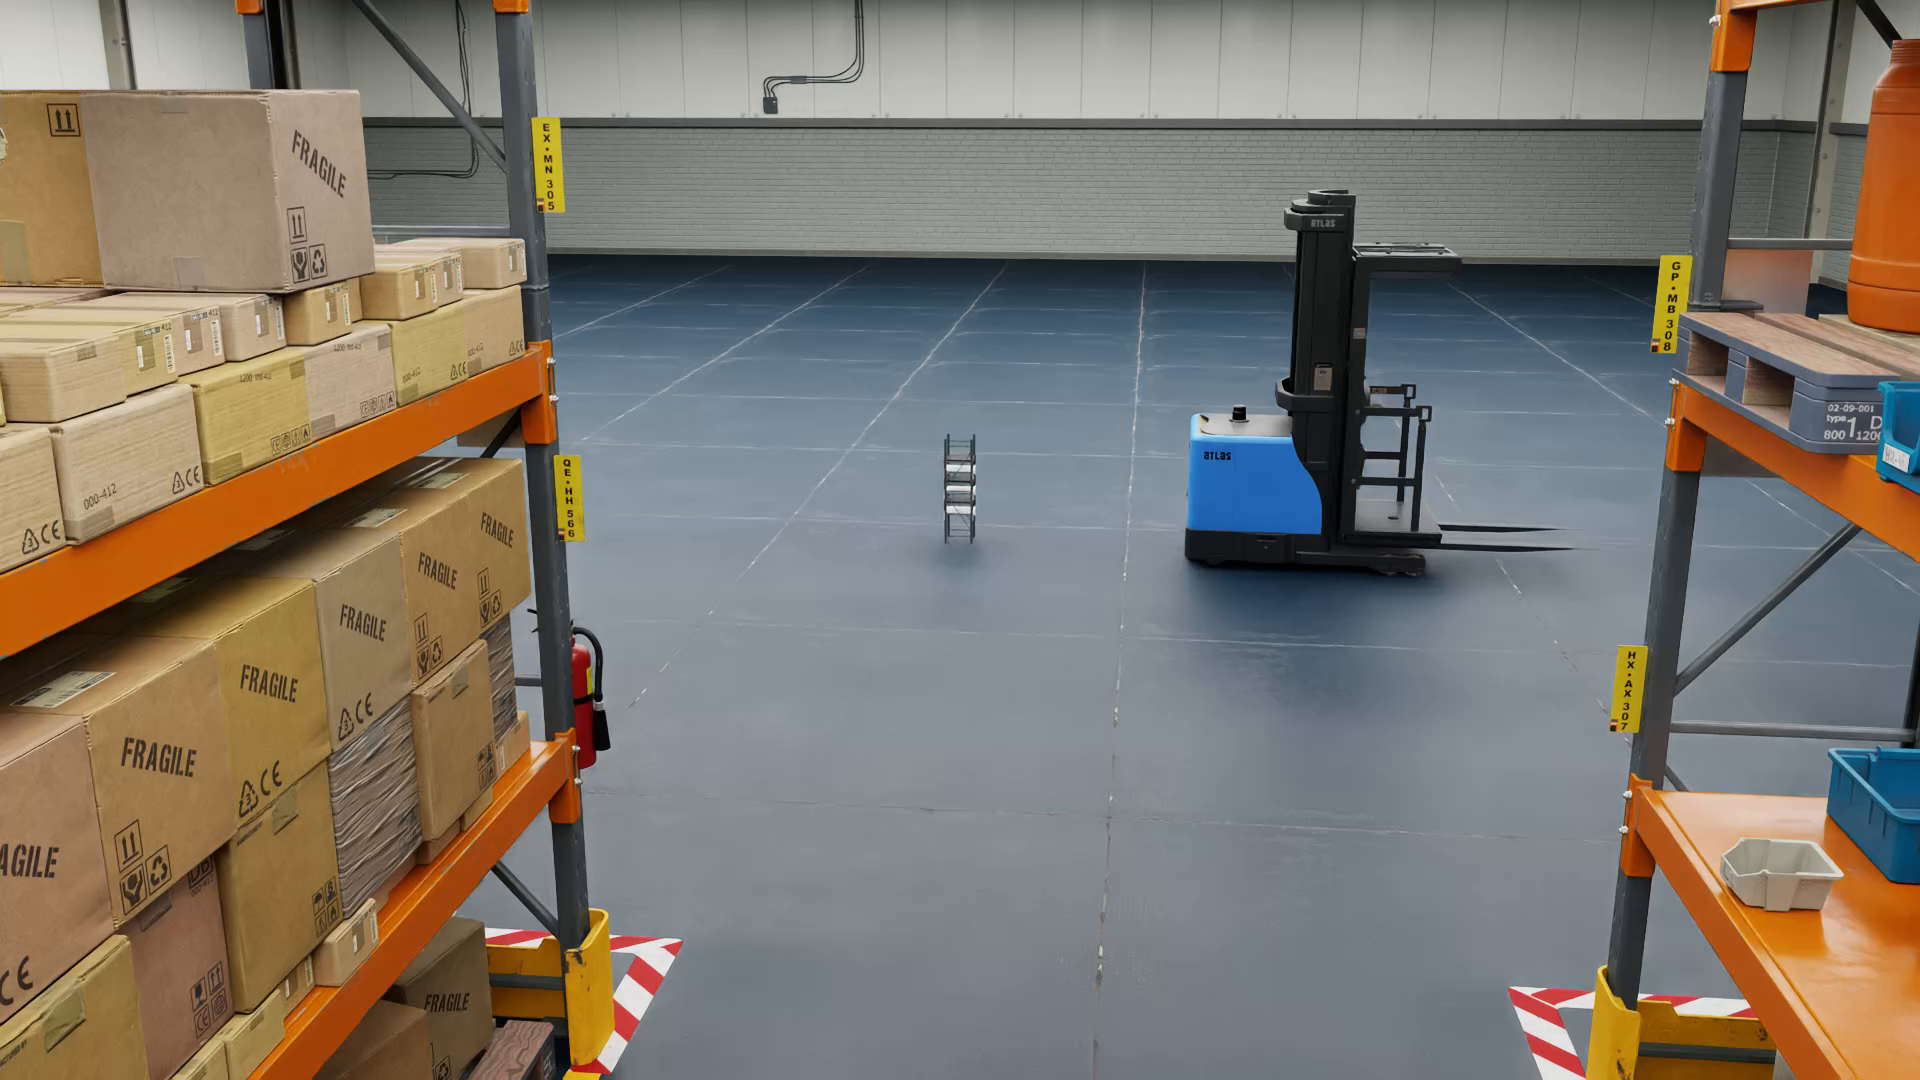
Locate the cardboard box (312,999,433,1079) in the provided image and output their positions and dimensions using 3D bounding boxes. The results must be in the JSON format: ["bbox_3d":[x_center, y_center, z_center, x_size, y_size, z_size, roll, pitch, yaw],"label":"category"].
[{"bbox_3d":[-2.116,1.858,5.528,0.500,0.500,0.500,6,16,21],"label":"cardboard box"}]

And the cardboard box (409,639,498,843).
[{"bbox_3d":[-2.022,0.620,5.362,0.875,0.500,0.500,2,15,6],"label":"cardboard box"}]

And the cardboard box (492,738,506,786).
[{"bbox_3d":[-1.851,0.803,5.928,0.380,0.149,0.250,2,15,6],"label":"cardboard box"}]

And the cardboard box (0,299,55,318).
[{"bbox_3d":[-2.435,-0.496,4.027,0.380,0.149,0.250,1,15,4],"label":"cardboard box"}]

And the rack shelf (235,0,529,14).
[{"bbox_3d":[-2.221,-1.492,3.824,1.077,0.370,4.000,2,15,6],"label":"rack shelf"}]

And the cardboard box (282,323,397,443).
[{"bbox_3d":[-1.917,-0.444,4.599,0.500,0.250,0.500,2,15,7],"label":"cardboard box"}]

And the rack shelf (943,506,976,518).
[{"bbox_3d":[-0.001,-0.226,14.092,0.258,0.077,0.200,2,15,6],"label":"rack shelf"}]

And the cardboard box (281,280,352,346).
[{"bbox_3d":[-1.871,-0.613,4.459,0.380,0.149,0.250,1,15,3],"label":"cardboard box"}]

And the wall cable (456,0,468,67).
[{"bbox_3d":[-10.029,-12.008,37.603,3.097,2.526,0.112,2,15,6],"label":"wall cable"}]

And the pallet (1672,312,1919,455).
[{"bbox_3d":[2.735,-0.463,4.741,1.003,0.211,1.213,2,15,6],"label":"pallet"}]

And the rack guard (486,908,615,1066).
[{"bbox_3d":[-2.004,1.763,6.684,1.175,0.500,0.348,2,15,6],"label":"rack guard"}]

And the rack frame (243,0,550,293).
[{"bbox_3d":[-1.995,-2.359,5.648,1.000,3.000,0.127,2,15,6],"label":"rack frame"}]

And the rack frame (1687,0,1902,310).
[{"bbox_3d":[2.926,-2.213,5.108,1.000,3.000,0.127,2,15,6],"label":"rack frame"}]

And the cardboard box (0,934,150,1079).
[{"bbox_3d":[-2.243,1.139,3.443,0.875,0.500,0.500,2,15,6],"label":"cardboard box"}]

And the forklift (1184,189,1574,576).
[{"bbox_3d":[3.372,-1.276,13.265,3.031,2.935,1.130,2,15,8],"label":"forklift"}]

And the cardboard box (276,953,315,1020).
[{"bbox_3d":[-1.984,1.193,4.485,0.380,0.149,0.250,2,15,6],"label":"cardboard box"}]

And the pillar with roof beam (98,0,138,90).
[{"bbox_3d":[-10.763,-8.740,29.246,9.100,9.000,0.400,2,15,6],"label":"pillar with roof beam"}]

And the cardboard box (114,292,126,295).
[{"bbox_3d":[-2.437,-0.630,4.524,0.380,0.149,0.250,1,15,4],"label":"cardboard box"}]

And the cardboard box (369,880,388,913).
[{"bbox_3d":[-1.947,1.063,4.967,0.380,0.149,0.250,2,15,6],"label":"cardboard box"}]

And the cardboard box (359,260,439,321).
[{"bbox_3d":[-1.789,-0.746,4.952,0.380,0.149,0.250,2,15,7],"label":"cardboard box"}]

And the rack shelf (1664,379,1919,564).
[{"bbox_3d":[2.700,0.101,3.675,1.077,0.370,4.000,2,15,6],"label":"rack shelf"}]

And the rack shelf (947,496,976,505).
[{"bbox_3d":[-0.001,-0.313,14.069,0.258,0.077,0.200,2,15,6],"label":"rack shelf"}]

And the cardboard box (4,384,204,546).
[{"bbox_3d":[-2.020,-0.177,3.609,0.500,0.250,0.500,1,15,4],"label":"cardboard box"}]

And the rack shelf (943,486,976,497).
[{"bbox_3d":[-0.001,-0.400,14.046,0.258,0.077,0.200,2,15,6],"label":"rack shelf"}]

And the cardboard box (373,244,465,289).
[{"bbox_3d":[-1.863,-0.886,5.469,0.380,0.149,0.250,1,15,4],"label":"cardboard box"}]

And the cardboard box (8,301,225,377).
[{"bbox_3d":[-1.999,-0.476,3.954,0.380,0.149,0.250,2,15,8],"label":"cardboard box"}]

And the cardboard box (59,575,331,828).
[{"bbox_3d":[-1.986,0.401,4.256,0.500,0.500,0.500,2,15,6],"label":"cardboard box"}]

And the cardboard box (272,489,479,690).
[{"bbox_3d":[-1.863,0.142,5.214,0.500,0.500,0.500,2,15,6],"label":"cardboard box"}]

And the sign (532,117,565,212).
[{"bbox_3d":[-1.446,-1.317,5.844,0.100,0.325,0.005,2,15,6],"label":"sign"}]

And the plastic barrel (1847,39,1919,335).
[{"bbox_3d":[2.997,-1.046,4.909,0.600,0.830,0.708,2,15,6],"label":"plastic barrel"}]

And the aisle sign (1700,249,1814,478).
[{"bbox_3d":[2.643,-0.600,5.653,0.394,0.787,0.004,2,15,6],"label":"aisle sign"}]

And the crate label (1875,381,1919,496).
[{"bbox_3d":[2.386,-0.218,3.760,0.502,0.251,0.408,2,15,6],"label":"crate label"}]

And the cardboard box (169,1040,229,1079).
[{"bbox_3d":[-2.007,1.324,4.002,0.380,0.149,0.250,2,15,6],"label":"cardboard box"}]

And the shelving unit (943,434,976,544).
[{"bbox_3d":[-0.001,-0.432,14.037,0.258,0.900,0.210,2,15,6],"label":"shelving unit"}]

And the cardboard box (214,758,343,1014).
[{"bbox_3d":[-2.189,0.878,4.408,0.875,0.500,0.500,2,15,6],"label":"cardboard box"}]

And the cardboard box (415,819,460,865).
[{"bbox_3d":[-1.872,0.934,5.444,0.380,0.149,0.250,2,15,6],"label":"cardboard box"}]

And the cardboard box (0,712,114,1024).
[{"bbox_3d":[-2.088,0.661,3.295,0.500,0.500,0.500,2,15,6],"label":"cardboard box"}]

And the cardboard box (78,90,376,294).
[{"bbox_3d":[-1.919,-0.935,4.408,0.500,0.500,0.500,2,15,6],"label":"cardboard box"}]

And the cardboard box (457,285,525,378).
[{"bbox_3d":[-1.797,-0.706,5.569,0.500,0.250,0.500,2,15,8],"label":"cardboard box"}]

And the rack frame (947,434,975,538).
[{"bbox_3d":[0.011,-0.459,14.134,0.240,0.900,0.006,2,15,6],"label":"rack frame"}]

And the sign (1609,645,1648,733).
[{"bbox_3d":[2.380,0.532,5.919,0.100,0.325,0.005,2,15,6],"label":"sign"}]

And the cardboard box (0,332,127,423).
[{"bbox_3d":[-1.988,-0.341,3.455,0.380,0.149,0.250,1,15,5],"label":"cardboard box"}]

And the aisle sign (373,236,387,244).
[{"bbox_3d":[-2.286,-0.743,6.183,0.394,0.787,0.004,2,15,6],"label":"aisle sign"}]

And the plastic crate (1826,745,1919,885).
[{"bbox_3d":[3.167,0.893,5.398,0.499,0.251,0.616,2,15,6],"label":"plastic crate"}]

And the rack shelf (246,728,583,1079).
[{"bbox_3d":[-2.221,1.403,4.606,1.077,0.370,4.000,2,15,6],"label":"rack shelf"}]

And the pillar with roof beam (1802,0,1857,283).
[{"bbox_3d":[12.658,-9.622,32.507,9.100,9.000,0.400,2,15,6],"label":"pillar with roof beam"}]
